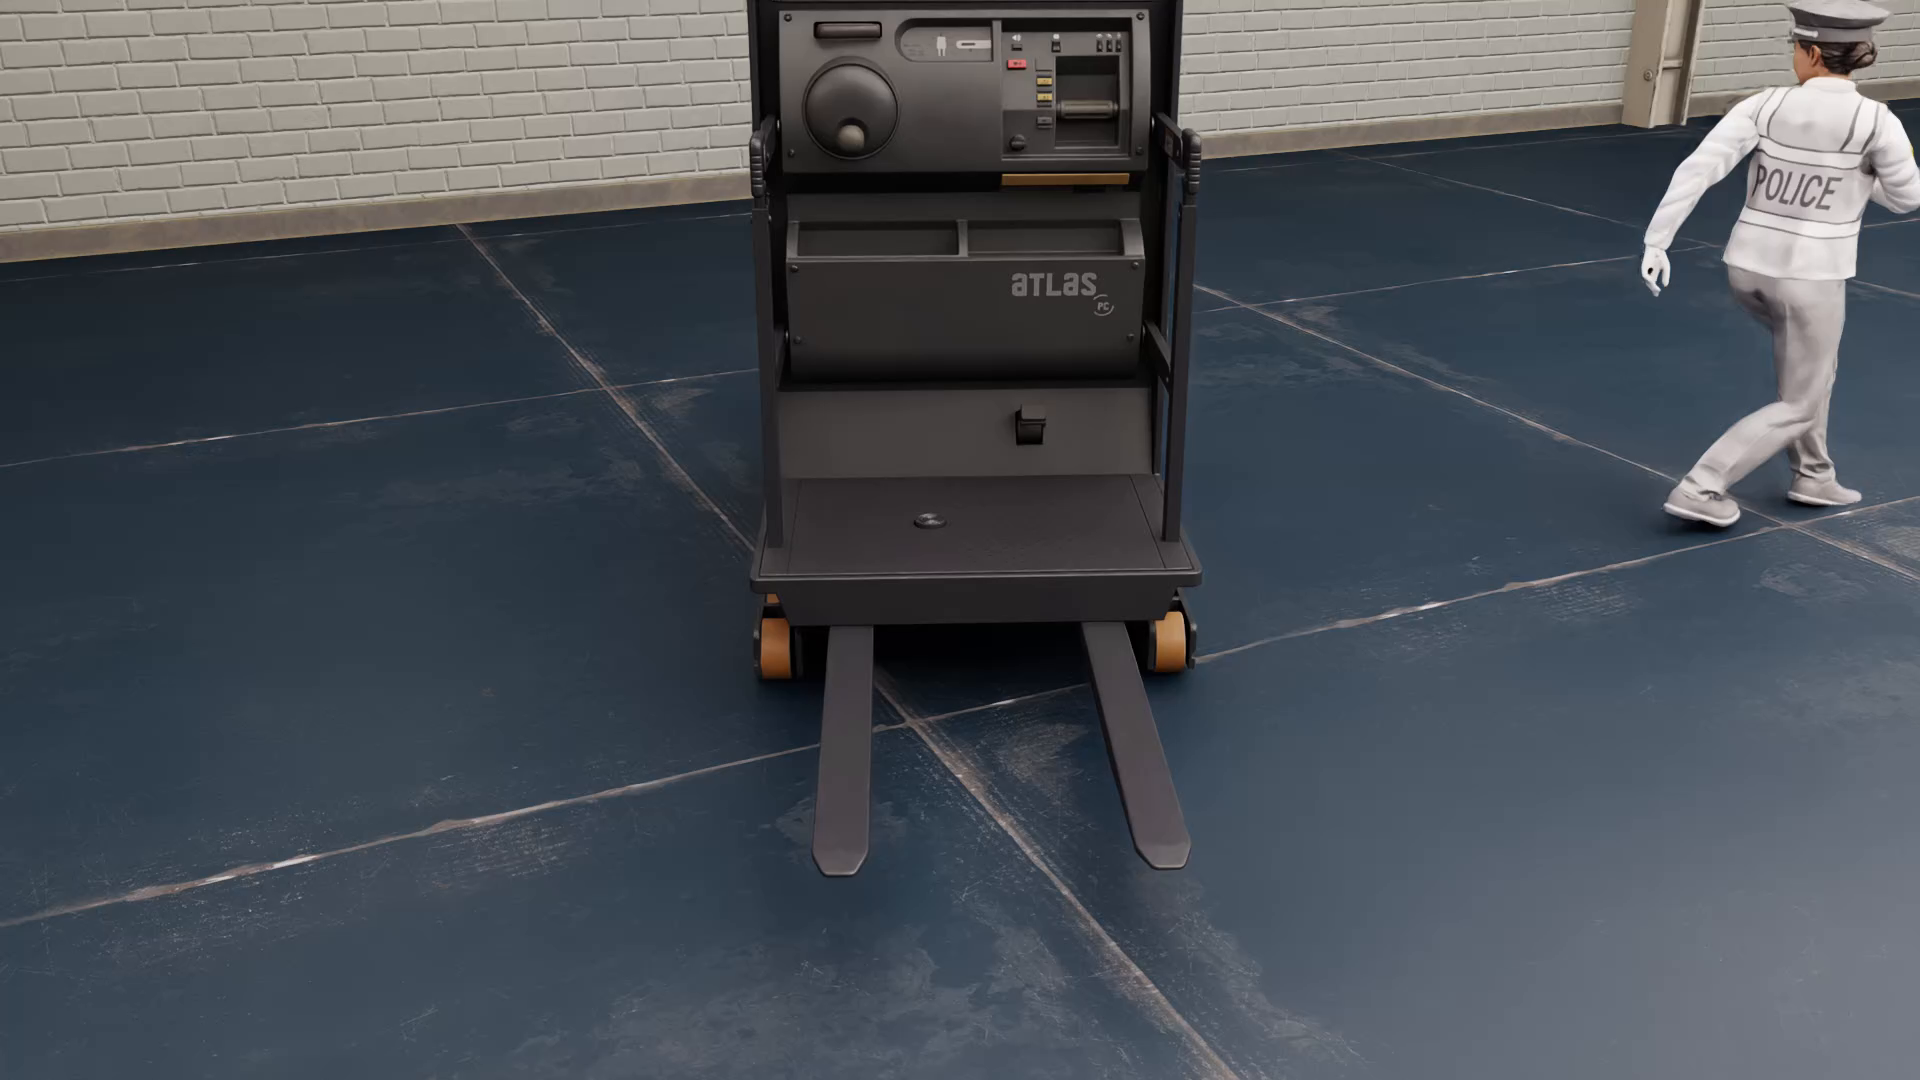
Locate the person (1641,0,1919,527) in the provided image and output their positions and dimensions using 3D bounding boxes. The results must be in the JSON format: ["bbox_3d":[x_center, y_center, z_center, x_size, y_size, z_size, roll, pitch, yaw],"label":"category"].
[{"bbox_3d":[2.523,-0.806,5.038,0.883,1.599,0.506,-11,25,-25],"label":"person"}]

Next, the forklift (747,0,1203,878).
[{"bbox_3d":[0.024,-1.119,3.980,1.130,2.935,3.031,-1,23,-2],"label":"forklift"}]
